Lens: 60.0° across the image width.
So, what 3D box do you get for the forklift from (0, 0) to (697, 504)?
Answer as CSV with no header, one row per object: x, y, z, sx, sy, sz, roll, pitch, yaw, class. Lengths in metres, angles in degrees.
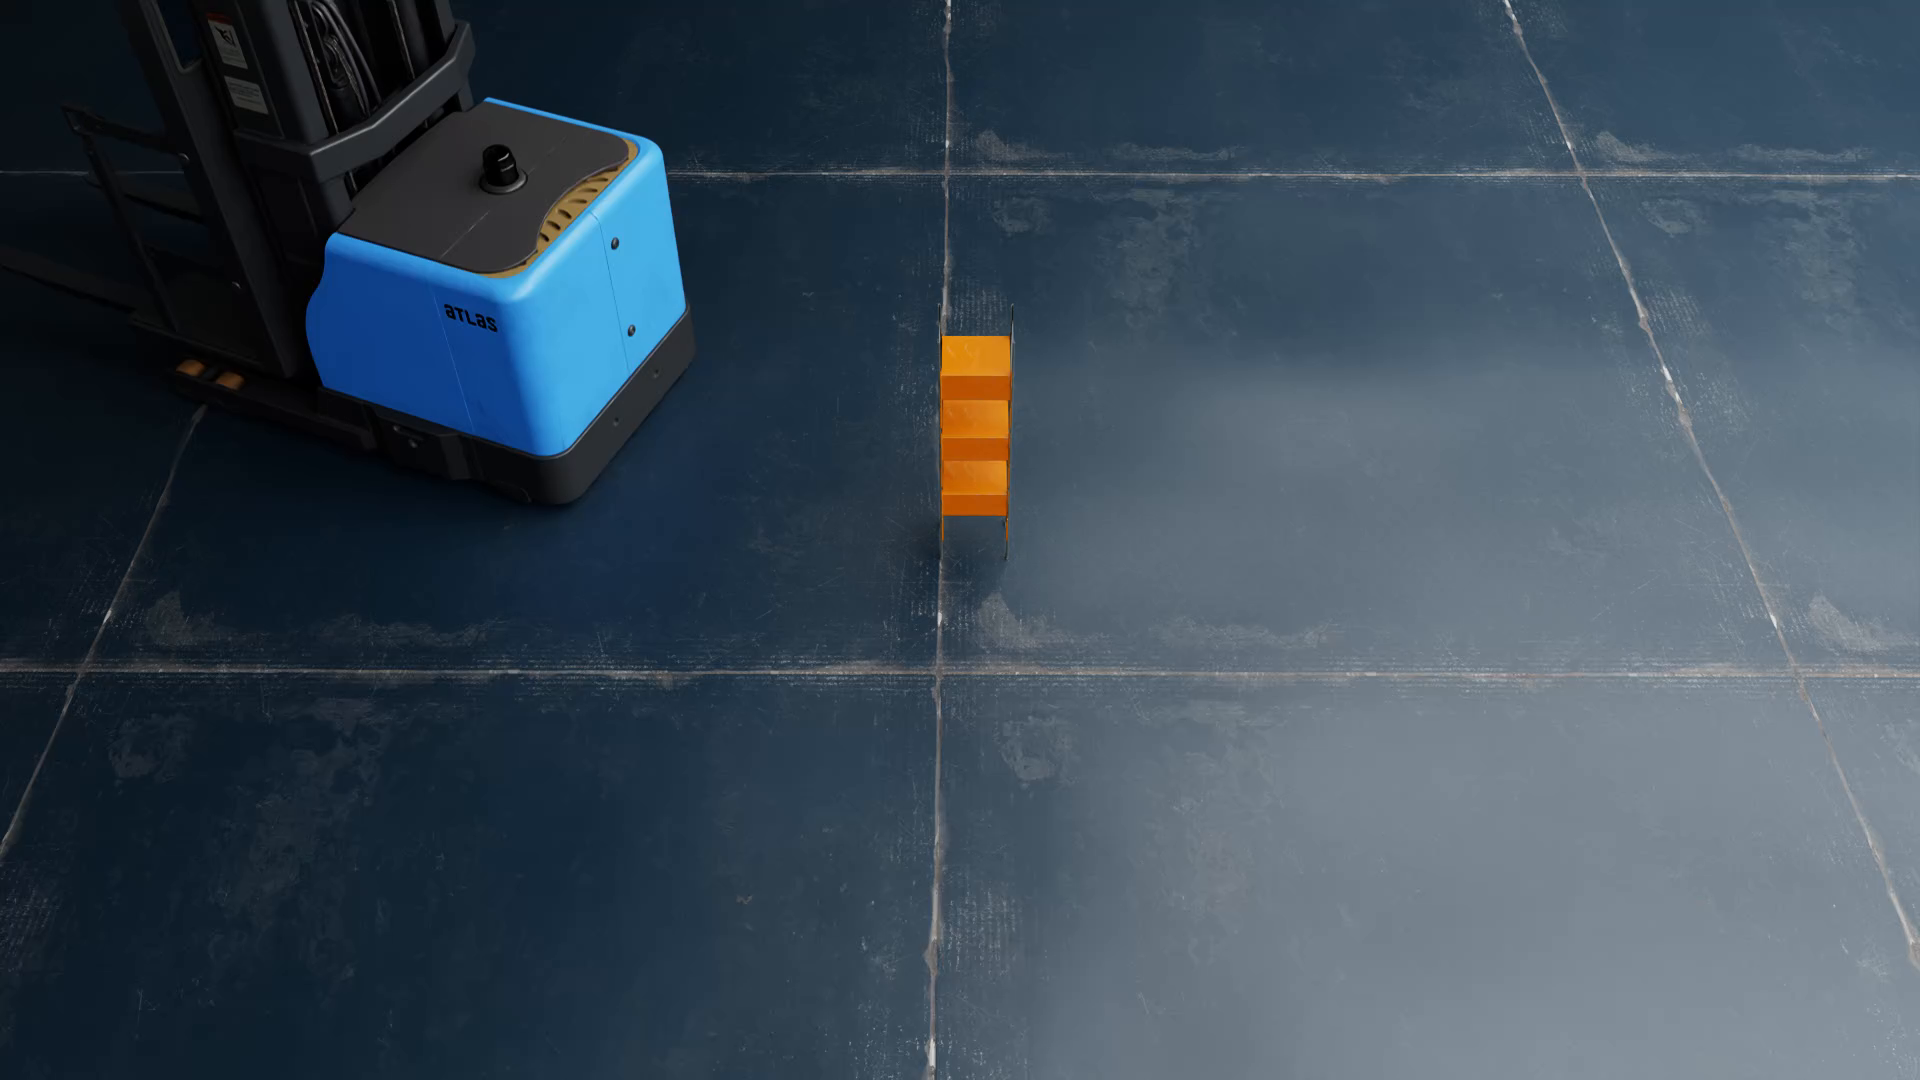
-2.654,-1.849,5.969,3.031,2.935,1.130,17,49,16,forklift

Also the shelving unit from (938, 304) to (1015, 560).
0.053,-0.358,5.866,0.252,1.050,0.215,0,47,0,shelving unit

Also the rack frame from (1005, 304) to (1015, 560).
0.175,-0.357,5.865,0.008,1.050,0.200,0,47,0,rack frame

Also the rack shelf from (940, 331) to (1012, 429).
0.053,-0.544,5.666,0.240,0.259,0.215,0,47,0,rack shelf

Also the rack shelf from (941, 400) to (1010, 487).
0.053,-0.350,5.873,0.240,0.259,0.215,0,47,0,rack shelf

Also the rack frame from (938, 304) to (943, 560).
-0.069,-0.358,5.866,0.008,1.050,0.200,0,47,0,rack frame

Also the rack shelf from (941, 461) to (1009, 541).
0.054,-0.161,6.077,0.240,0.259,0.215,0,47,0,rack shelf
